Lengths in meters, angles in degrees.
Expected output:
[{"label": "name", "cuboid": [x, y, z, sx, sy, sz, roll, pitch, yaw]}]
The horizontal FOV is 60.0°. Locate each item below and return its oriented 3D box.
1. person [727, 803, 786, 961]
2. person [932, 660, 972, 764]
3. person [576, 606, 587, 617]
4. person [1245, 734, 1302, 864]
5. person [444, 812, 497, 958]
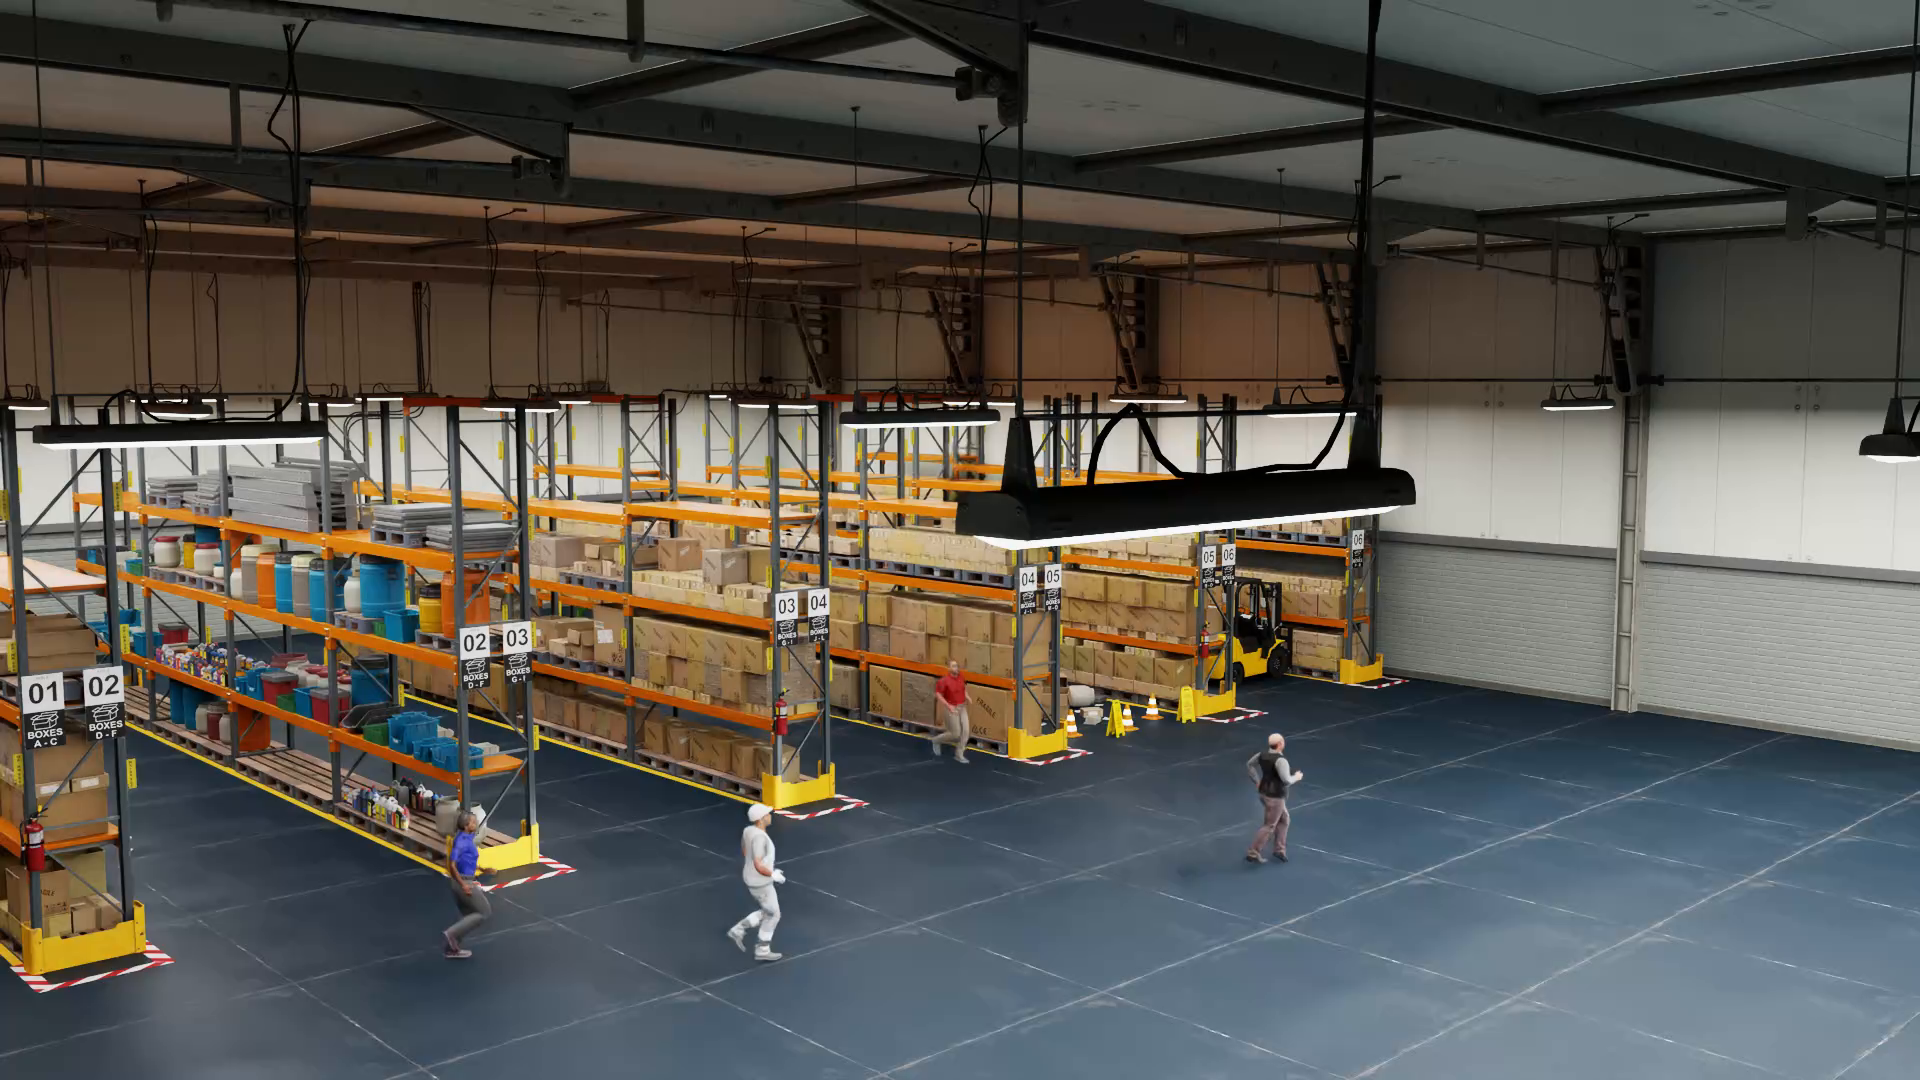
[{"label": "person", "cuboid": [-2.217, 3.718, 18.020, 0.596, 1.751, 0.666, -2, 6, -18]}, {"label": "person", "cuboid": [-0.095, 2.831, 27.618, 0.648, 1.686, 0.674, -5, 8, -44]}, {"label": "person", "cuboid": [-9.392, 1.505, 41.479, 0.787, 1.624, 0.777, 2, 6, 18]}, {"label": "person", "cuboid": [4.068, 3.390, 21.576, 0.778, 1.775, 0.641, -1, 6, -14]}, {"label": "person", "cuboid": [-5.366, 3.773, 18.206, 0.586, 1.606, 0.559, -2, 6, -21]}]
